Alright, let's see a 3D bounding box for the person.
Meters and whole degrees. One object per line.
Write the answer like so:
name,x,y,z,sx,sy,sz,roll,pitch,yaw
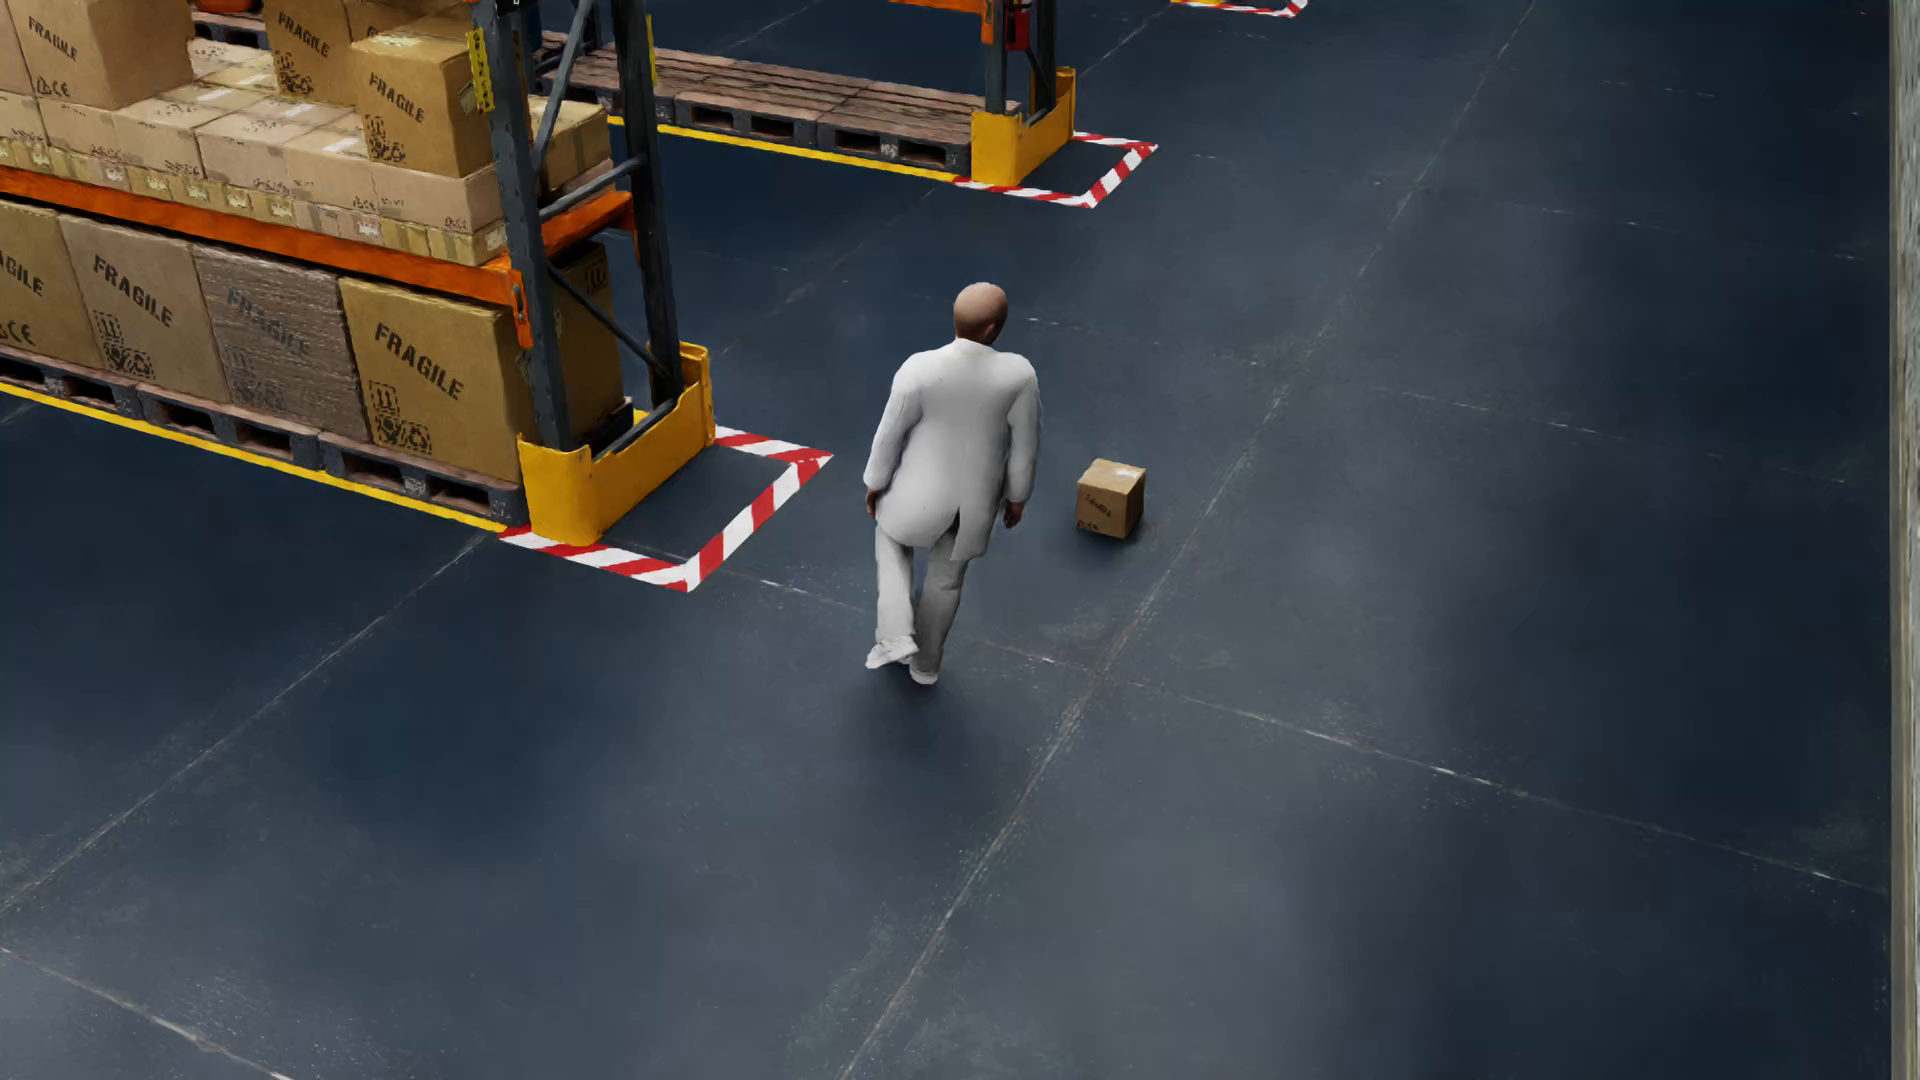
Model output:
person,-0.055,-0.196,6.459,0.691,1.764,0.526,-8,34,-12
